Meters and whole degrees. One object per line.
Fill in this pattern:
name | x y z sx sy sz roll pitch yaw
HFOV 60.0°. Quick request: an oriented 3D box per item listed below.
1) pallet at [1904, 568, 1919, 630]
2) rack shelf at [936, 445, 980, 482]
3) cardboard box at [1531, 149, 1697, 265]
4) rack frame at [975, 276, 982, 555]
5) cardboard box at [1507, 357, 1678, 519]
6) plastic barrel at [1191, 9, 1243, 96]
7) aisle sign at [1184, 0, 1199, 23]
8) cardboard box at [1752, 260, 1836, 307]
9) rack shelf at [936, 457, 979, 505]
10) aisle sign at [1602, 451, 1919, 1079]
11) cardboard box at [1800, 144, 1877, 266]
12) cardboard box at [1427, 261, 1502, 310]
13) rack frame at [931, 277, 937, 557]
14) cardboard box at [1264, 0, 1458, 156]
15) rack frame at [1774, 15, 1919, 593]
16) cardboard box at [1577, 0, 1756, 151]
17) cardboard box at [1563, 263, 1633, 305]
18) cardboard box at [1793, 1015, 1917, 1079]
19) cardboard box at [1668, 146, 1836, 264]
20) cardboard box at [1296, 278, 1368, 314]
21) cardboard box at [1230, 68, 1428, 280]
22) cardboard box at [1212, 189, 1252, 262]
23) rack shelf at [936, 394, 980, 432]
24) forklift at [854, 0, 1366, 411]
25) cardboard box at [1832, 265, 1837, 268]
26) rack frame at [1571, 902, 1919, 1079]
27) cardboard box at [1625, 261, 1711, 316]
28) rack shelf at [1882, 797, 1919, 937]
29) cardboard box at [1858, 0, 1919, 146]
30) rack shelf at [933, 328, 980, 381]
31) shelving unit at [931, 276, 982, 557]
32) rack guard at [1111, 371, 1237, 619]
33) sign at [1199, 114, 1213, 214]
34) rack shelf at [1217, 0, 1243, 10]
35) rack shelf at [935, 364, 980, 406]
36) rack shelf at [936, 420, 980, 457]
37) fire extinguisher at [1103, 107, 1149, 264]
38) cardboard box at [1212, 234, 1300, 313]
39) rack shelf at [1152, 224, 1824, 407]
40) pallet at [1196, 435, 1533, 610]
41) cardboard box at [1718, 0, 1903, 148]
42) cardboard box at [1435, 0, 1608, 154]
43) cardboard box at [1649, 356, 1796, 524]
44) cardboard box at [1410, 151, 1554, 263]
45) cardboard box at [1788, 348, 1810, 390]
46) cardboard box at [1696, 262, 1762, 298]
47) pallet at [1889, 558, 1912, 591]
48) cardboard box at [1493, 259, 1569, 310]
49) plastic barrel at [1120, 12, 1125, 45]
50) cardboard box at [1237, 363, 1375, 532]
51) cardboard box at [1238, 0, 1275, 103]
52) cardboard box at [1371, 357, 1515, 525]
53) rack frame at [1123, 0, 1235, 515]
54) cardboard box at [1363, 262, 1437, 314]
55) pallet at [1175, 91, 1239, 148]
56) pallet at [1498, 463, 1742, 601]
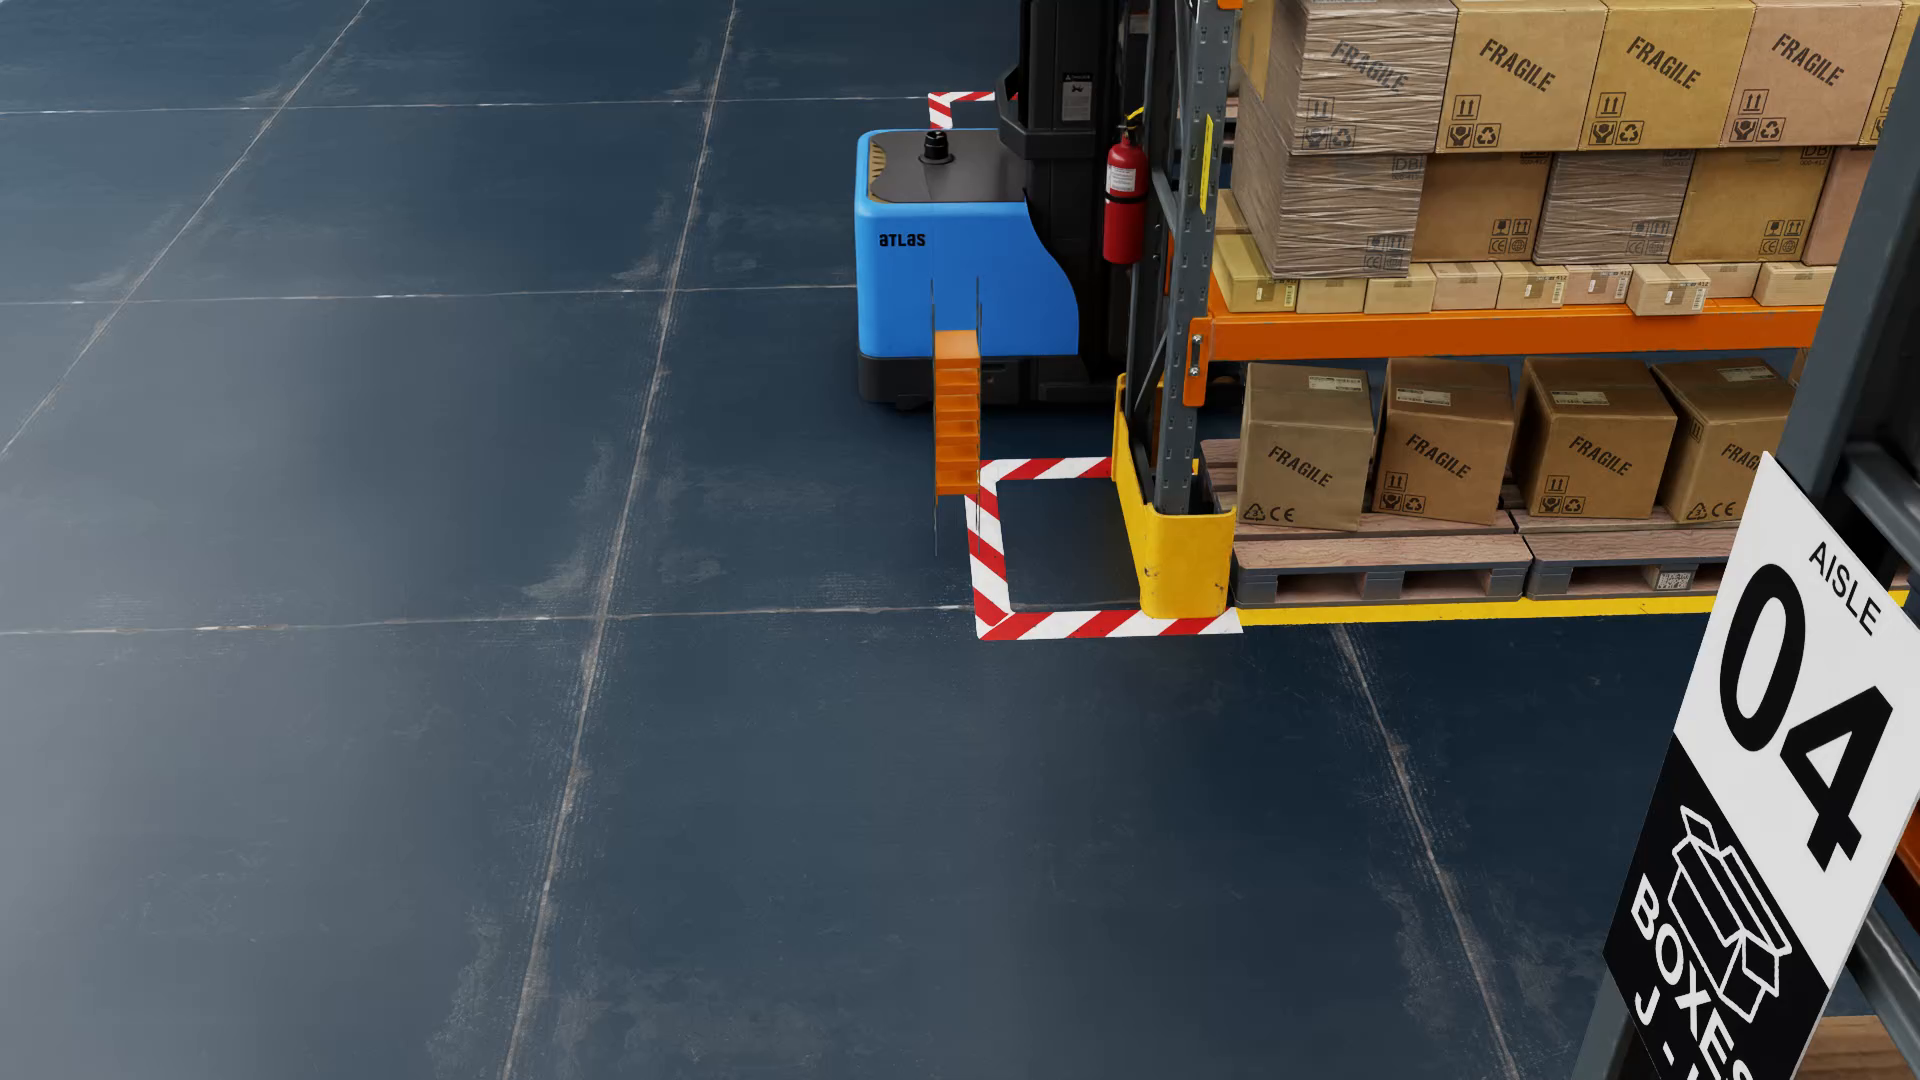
pallet | 1.694 0.356 1.542 1.213 0.211 1.003 -2 35 -2
rack shelf | -0.015 -0.358 7.002 0.180 0.103 0.258 -2 35 -2
cardboard box | 2.366 -1.477 6.399 0.500 0.500 0.875 -2 35 -2
rack frame | 0.077 -0.496 6.911 0.006 1.200 0.240 -2 35 -2
cardboard box | 2.666 -0.437 7.074 0.500 0.500 0.500 2 35 2
plastic barrel | 1.740 -3.283 11.176 0.421 0.512 0.421 0 35 0
aisle sign | 0.772 -2.140 5.422 0.004 0.787 0.394 -2 35 -2
cardboard box | 3.116 -1.043 6.342 0.250 0.149 0.380 -2 35 -2
rack shelf | -0.015 -0.259 7.070 0.180 0.103 0.258 -2 35 -2
aisle sign | 0.869 0.341 1.837 0.004 0.787 0.394 -2 35 -2
cardboard box | 3.367 -1.474 6.394 0.500 0.500 0.875 -2 35 -2
cardboard box | 1.866 -1.025 6.316 0.250 0.149 0.380 -2 35 -2
rack frame | -0.106 -0.491 6.904 0.006 1.200 0.240 -2 35 -2
cardboard box | 1.382 -1.678 5.811 0.500 0.500 0.500 -2 35 -2
rack frame | 0.954 -0.888 0.626 0.127 3.000 1.000 -2 35 -2
cardboard box | 2.382 -1.702 5.845 0.500 0.500 0.500 -2 35 -2
cardboard box | 2.364 -1.050 6.352 0.250 0.149 0.380 -2 35 -2
cardboard box | 1.326 1.085 1.966 0.550 0.550 0.875 -2 35 -2
cardboard box | 2.866 -1.484 6.409 0.500 0.500 0.875 -2 35 -2
cardboard box | 1.367 -1.008 6.292 0.250 0.149 0.380 -2 35 -2
cardboard box | 1.371 -1.406 6.297 0.500 0.500 0.875 -2 35 -2
cardboard box | 1.095 -1.265 6.663 0.250 0.149 0.380 -2 35 -2
rack shelf | -0.015 -0.555 6.865 0.180 0.103 0.258 -2 35 -2
forklift | 1.004 -2.139 7.765 3.031 2.935 1.130 -1 35 -2
cardboard box | 3.364 -1.070 6.381 0.250 0.149 0.380 -2 35 -2
rack frame | 0.954 1.579 2.333 0.127 3.000 1.000 -2 35 -2
cardboard box | 2.619 -0.998 6.277 0.250 0.149 0.380 -2 35 -2
rack shelf | 2.952 0.587 1.762 4.000 0.370 1.077 -2 35 -2
cardboard box | 3.380 -1.730 5.886 0.500 0.500 0.500 -2 35 -2
rack shelf | -0.015 -0.752 6.728 0.180 0.103 0.258 -2 35 -2
shelving unit | -0.015 -0.493 6.908 0.189 1.200 0.258 -2 35 -2
rack guard | 0.896 -0.218 7.125 0.348 0.500 1.175 -2 35 -2
sign | 0.846 -1.291 5.719 0.005 0.325 0.100 -2 35 -2
rack shelf | 2.818 -2.235 5.840 4.000 0.370 1.077 -2 35 -2
rack shelf | -0.015 -0.654 6.797 0.180 0.103 0.258 -2 35 -2
rack shelf | -0.015 -0.456 6.933 0.180 0.103 0.258 -2 35 -2
fire extinguisher | 0.684 -1.471 6.807 0.183 0.674 0.296 -2 35 -2
cardboard box | 1.116 -1.012 6.298 0.250 0.149 0.380 -2 35 -2
rack shelf | 2.818 -1.002 6.694 4.000 0.370 1.077 -2 35 -2
pallet | 1.709 -0.101 7.210 1.213 0.211 1.003 -2 35 -2
cardboard box | 2.881 -1.719 5.870 0.500 0.500 0.500 -2 35 -2
cardboard box | 1.882 -1.688 5.825 0.500 0.500 0.500 -2 35 -2
cardboard box | 3.226 -0.427 7.059 0.500 0.500 0.500 -4 35 -6
cardboard box | 1.865 -1.488 6.415 0.500 0.500 0.875 -2 35 -2
cardboard box | 3.842 -0.488 7.147 0.500 0.500 0.500 9 36 13
cardboard box | 2.862 -1.080 6.395 0.250 0.149 0.380 -2 35 -2
pallet | 4.146 -0.167 7.305 1.213 0.211 1.003 -2 35 -2
cardboard box | 2.116 -1.028 6.320 0.250 0.149 0.380 -2 35 -2
plastic barrel | 1.239 -3.270 11.156 0.421 0.512 0.421 0 35 0
cardboard box | 1.445 -0.396 7.013 0.500 0.500 0.500 5 35 7
cardboard box | 1.358 -1.973 6.238 0.500 0.500 0.500 -2 35 -2
cardboard box | 2.040 -0.431 7.065 0.500 0.500 0.500 7 35 10
rack frame | 0.820 -1.244 6.411 0.127 3.000 1.000 -2 35 -2
cardboard box | 1.617 -1.007 6.289 0.250 0.149 0.380 -2 35 -2
pallet | 1.471 -2.960 11.342 1.213 0.211 1.003 -2 35 -2
pallet | 2.925 -0.132 7.255 1.213 0.211 1.003 -2 35 -2
